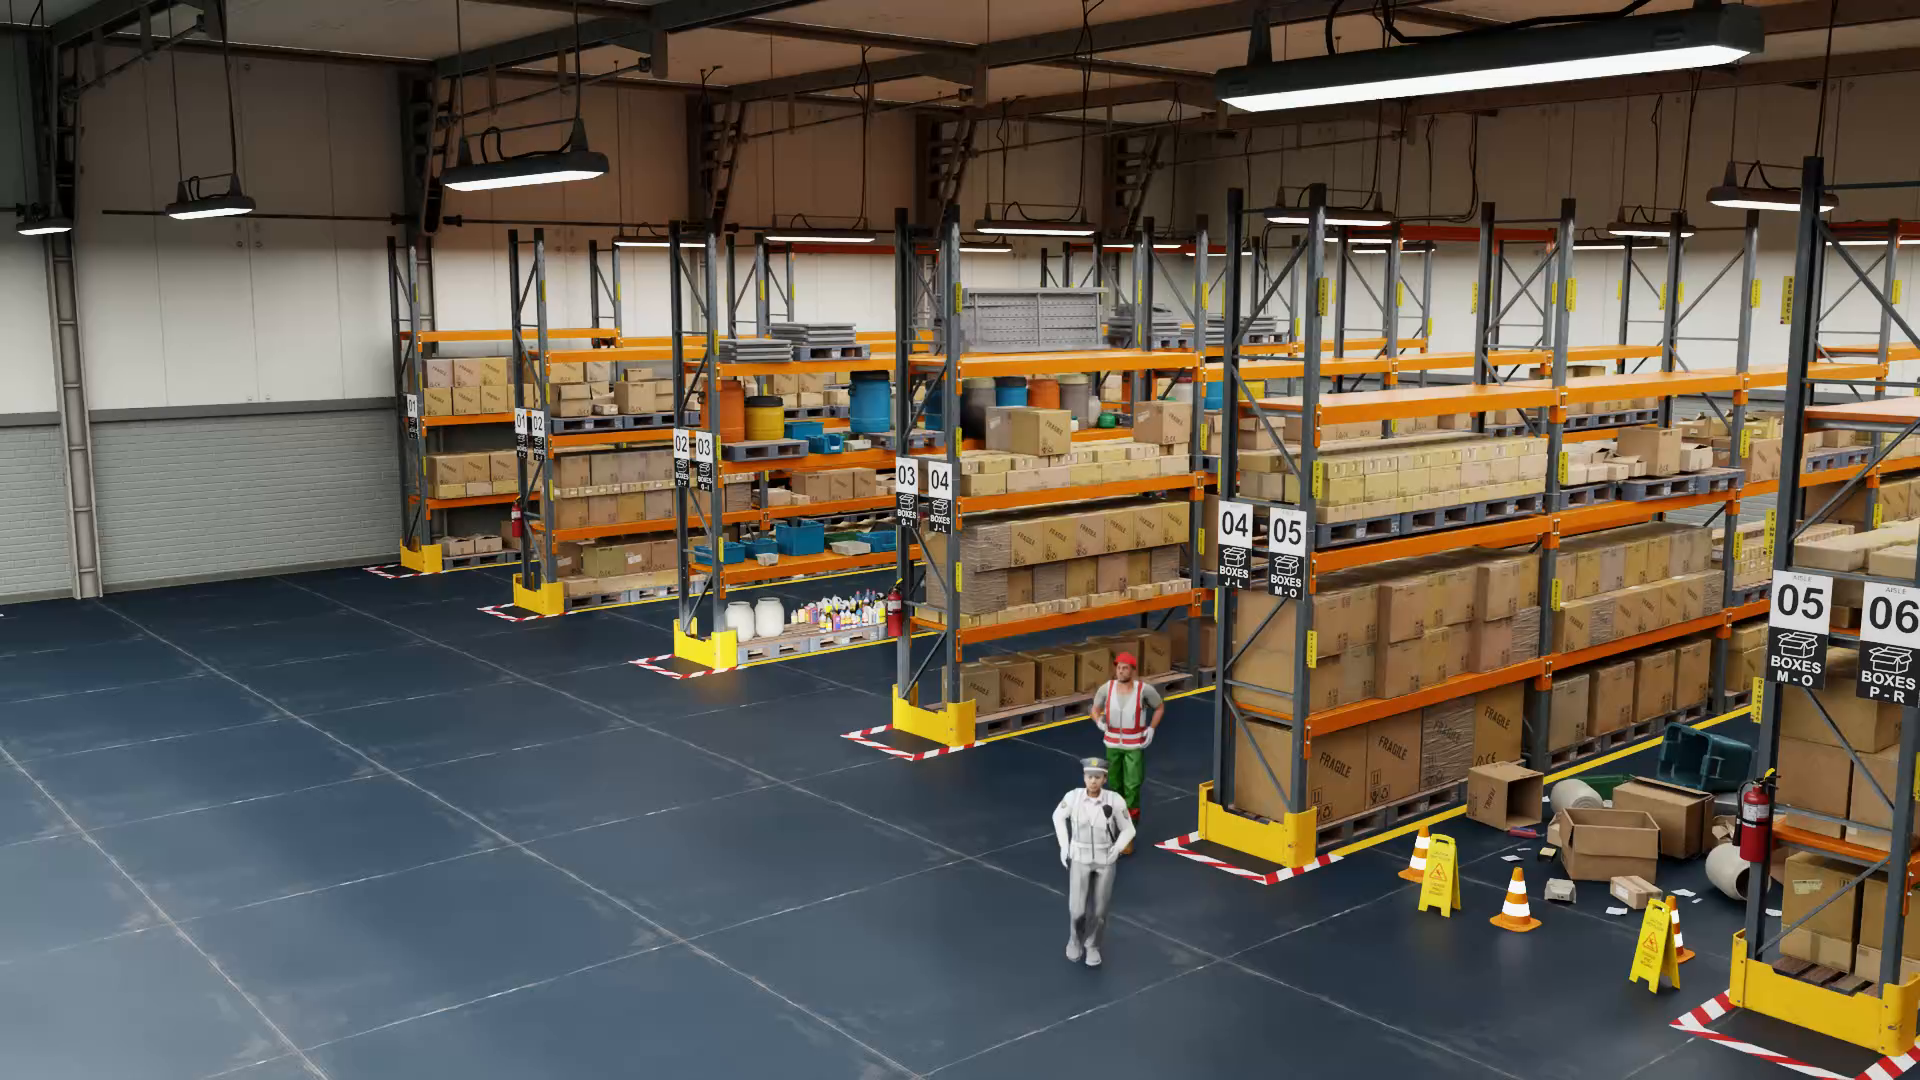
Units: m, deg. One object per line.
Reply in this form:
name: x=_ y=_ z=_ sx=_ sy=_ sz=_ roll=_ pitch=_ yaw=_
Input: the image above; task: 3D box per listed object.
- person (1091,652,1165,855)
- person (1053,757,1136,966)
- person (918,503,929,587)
person: x=1.532 y=1.922 z=15.418 sx=0.677 sy=1.800 sz=0.854 roll=2 pitch=9 yaw=15
person: x=1.006 y=2.436 z=12.519 sx=0.624 sy=1.666 sz=0.562 roll=1 pitch=9 yaw=4
person: x=-0.555 y=-0.127 z=27.304 sx=0.666 sy=1.783 sz=0.591 roll=-8 pitch=12 yaw=-41
